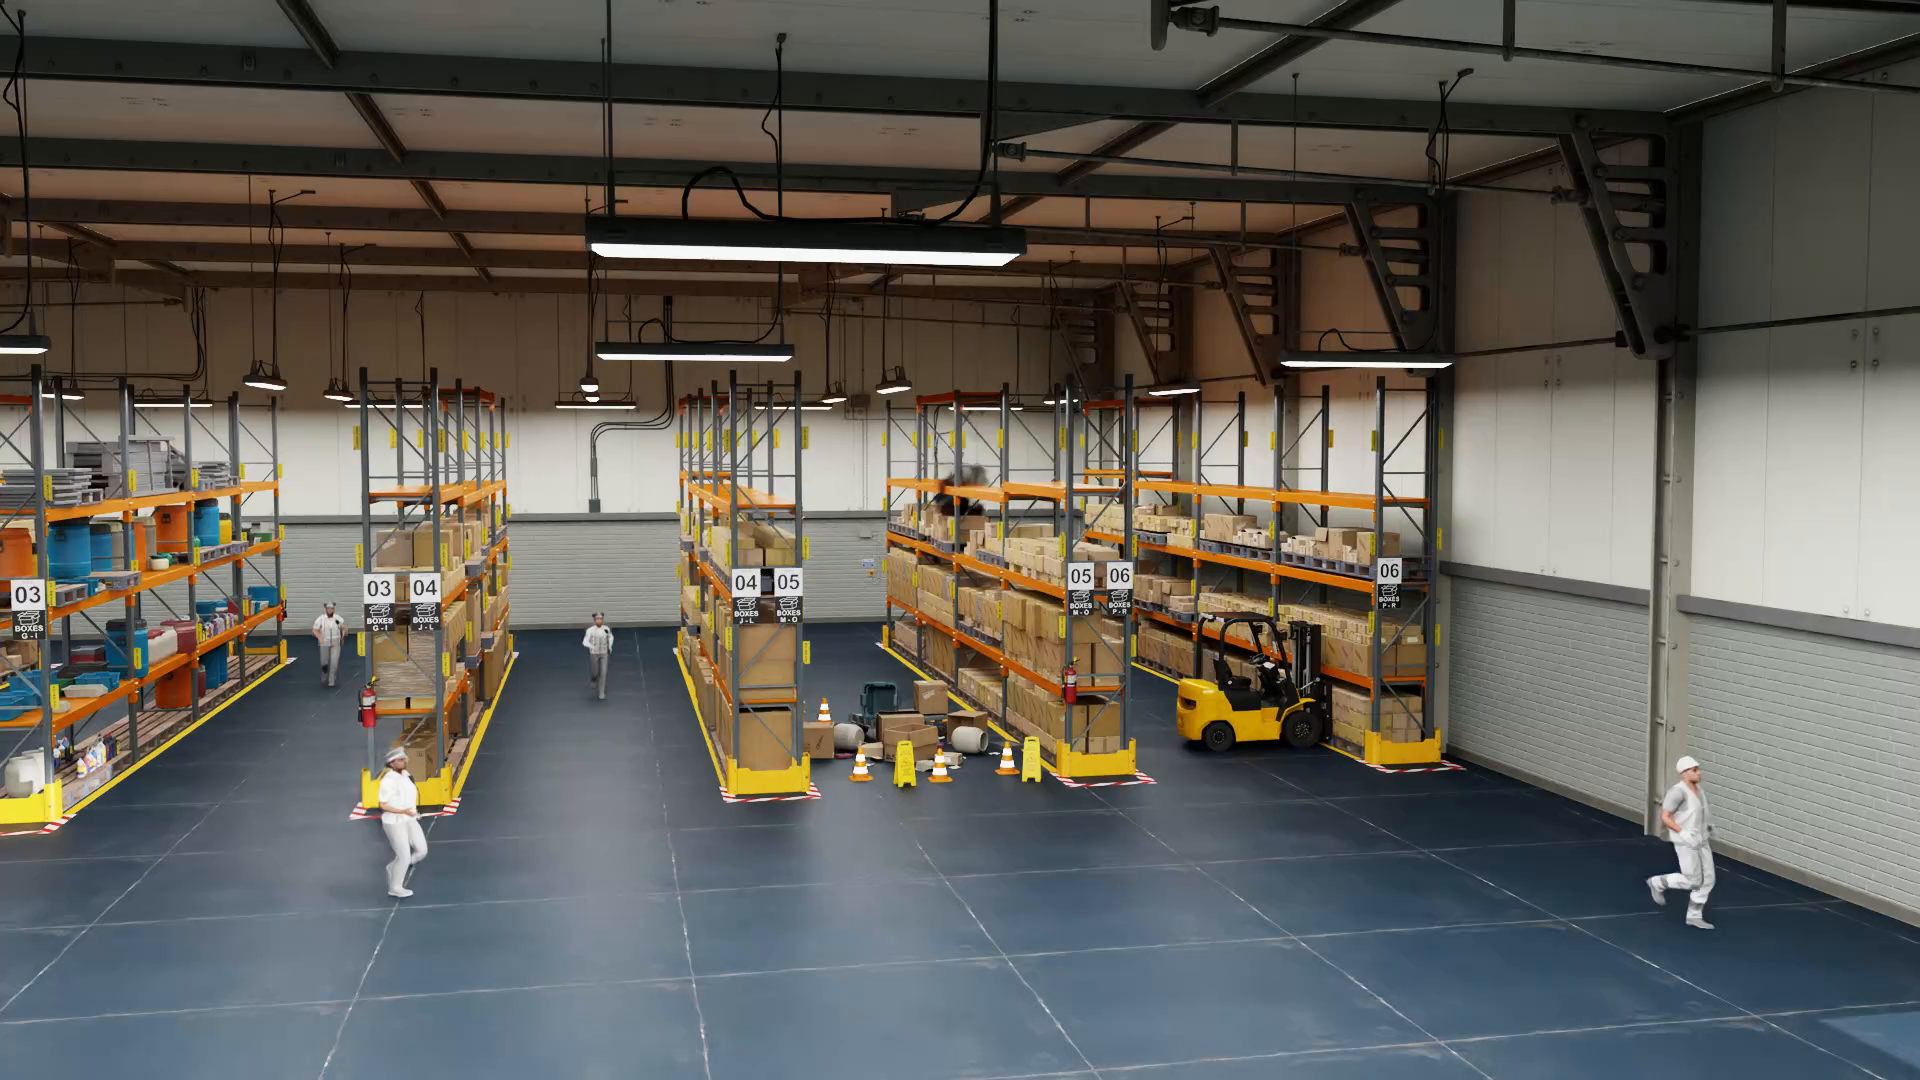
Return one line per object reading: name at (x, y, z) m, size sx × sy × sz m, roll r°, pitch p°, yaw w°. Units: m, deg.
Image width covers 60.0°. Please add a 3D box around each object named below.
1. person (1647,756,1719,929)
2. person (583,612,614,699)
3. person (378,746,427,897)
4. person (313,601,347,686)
person at (7.515, 3.107, 17.226) m, size 0.656 × 1.749 × 0.704 m, roll -2°, pitch 4°, yaw -35°
person at (-7.020, 2.225, 32.381) m, size 0.618 × 1.669 × 0.890 m, roll -1°, pitch 4°, yaw -23°
person at (-6.100, 3.084, 18.246) m, size 0.547 × 1.654 × 0.570 m, roll 1°, pitch 4°, yaw 18°
person at (-12.863, 2.110, 33.974) m, size 0.649 × 1.737 × 0.595 m, roll -2°, pitch 4°, yaw -26°
